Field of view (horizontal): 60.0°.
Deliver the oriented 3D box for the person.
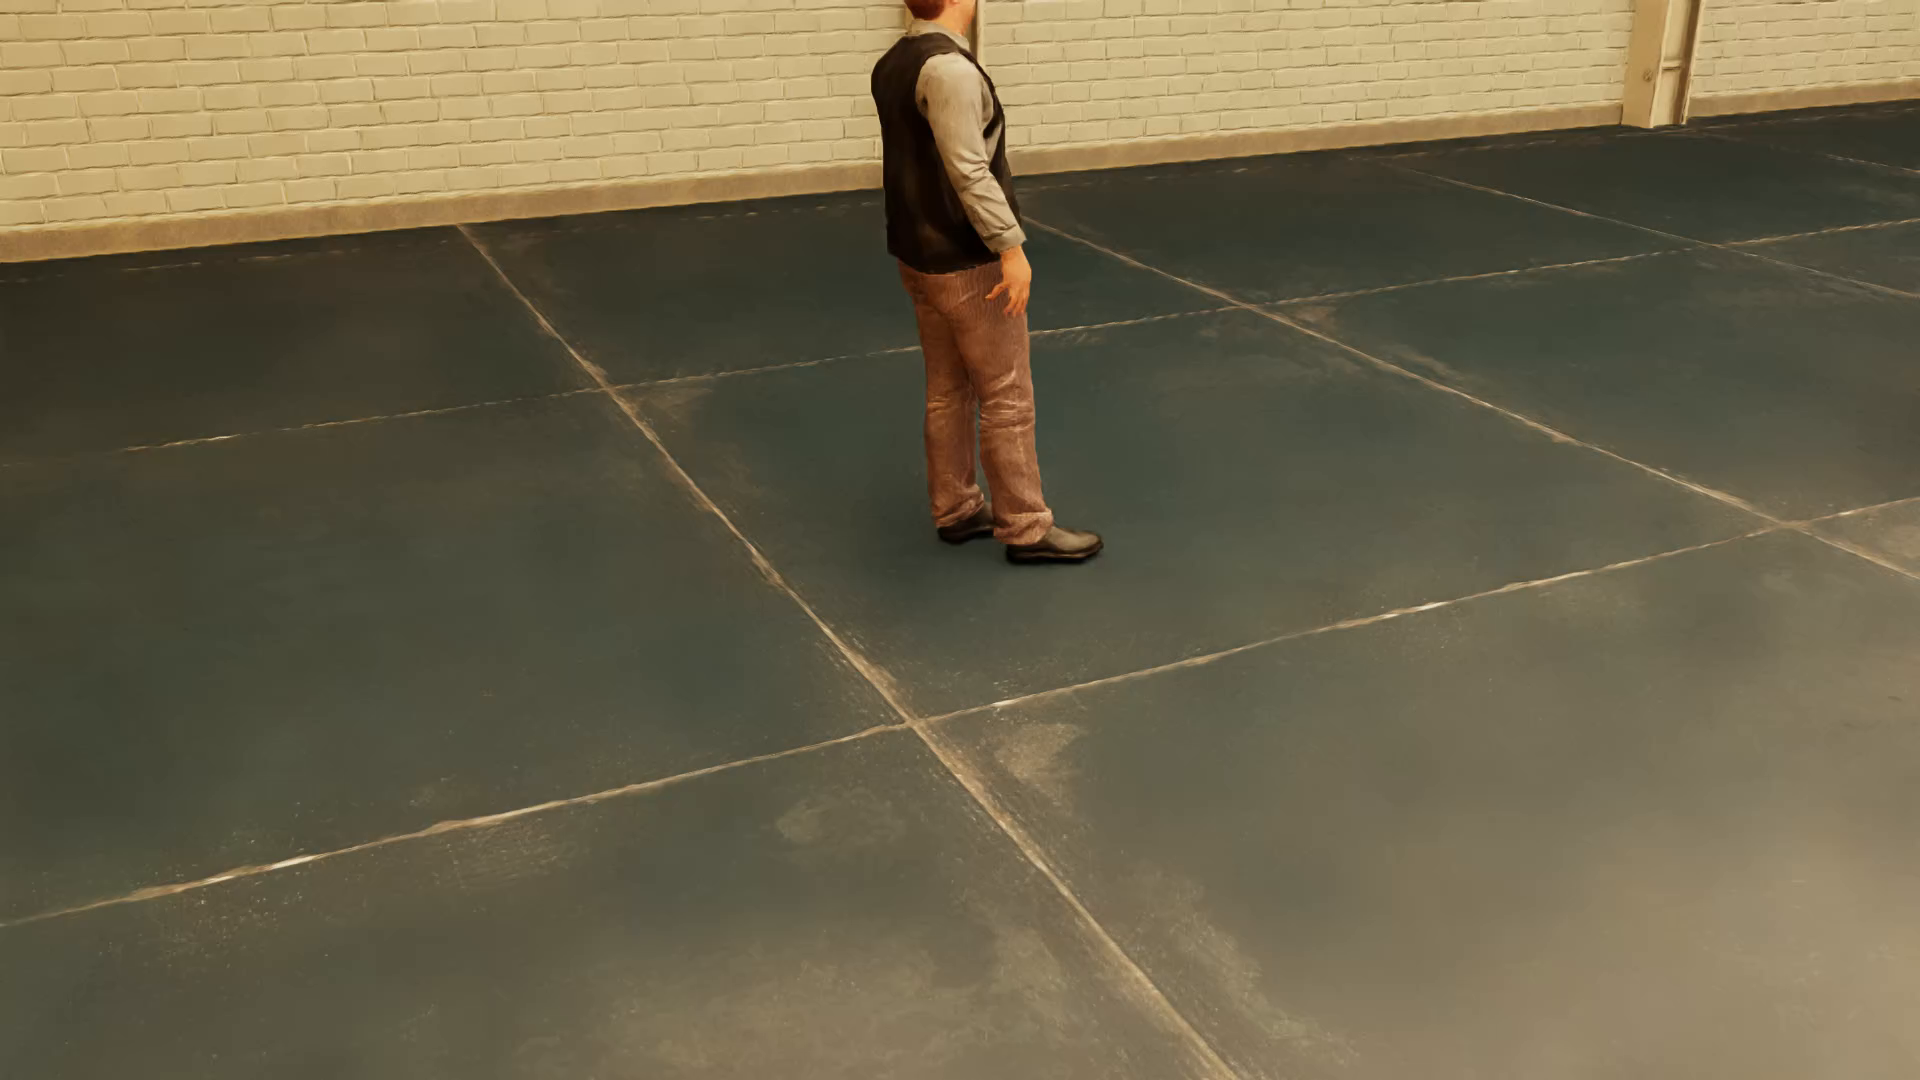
[{"bbox_3d":[0.060,-0.809,4.791,0.567,1.720,0.632,-10,25,-23],"label":"person"}]
